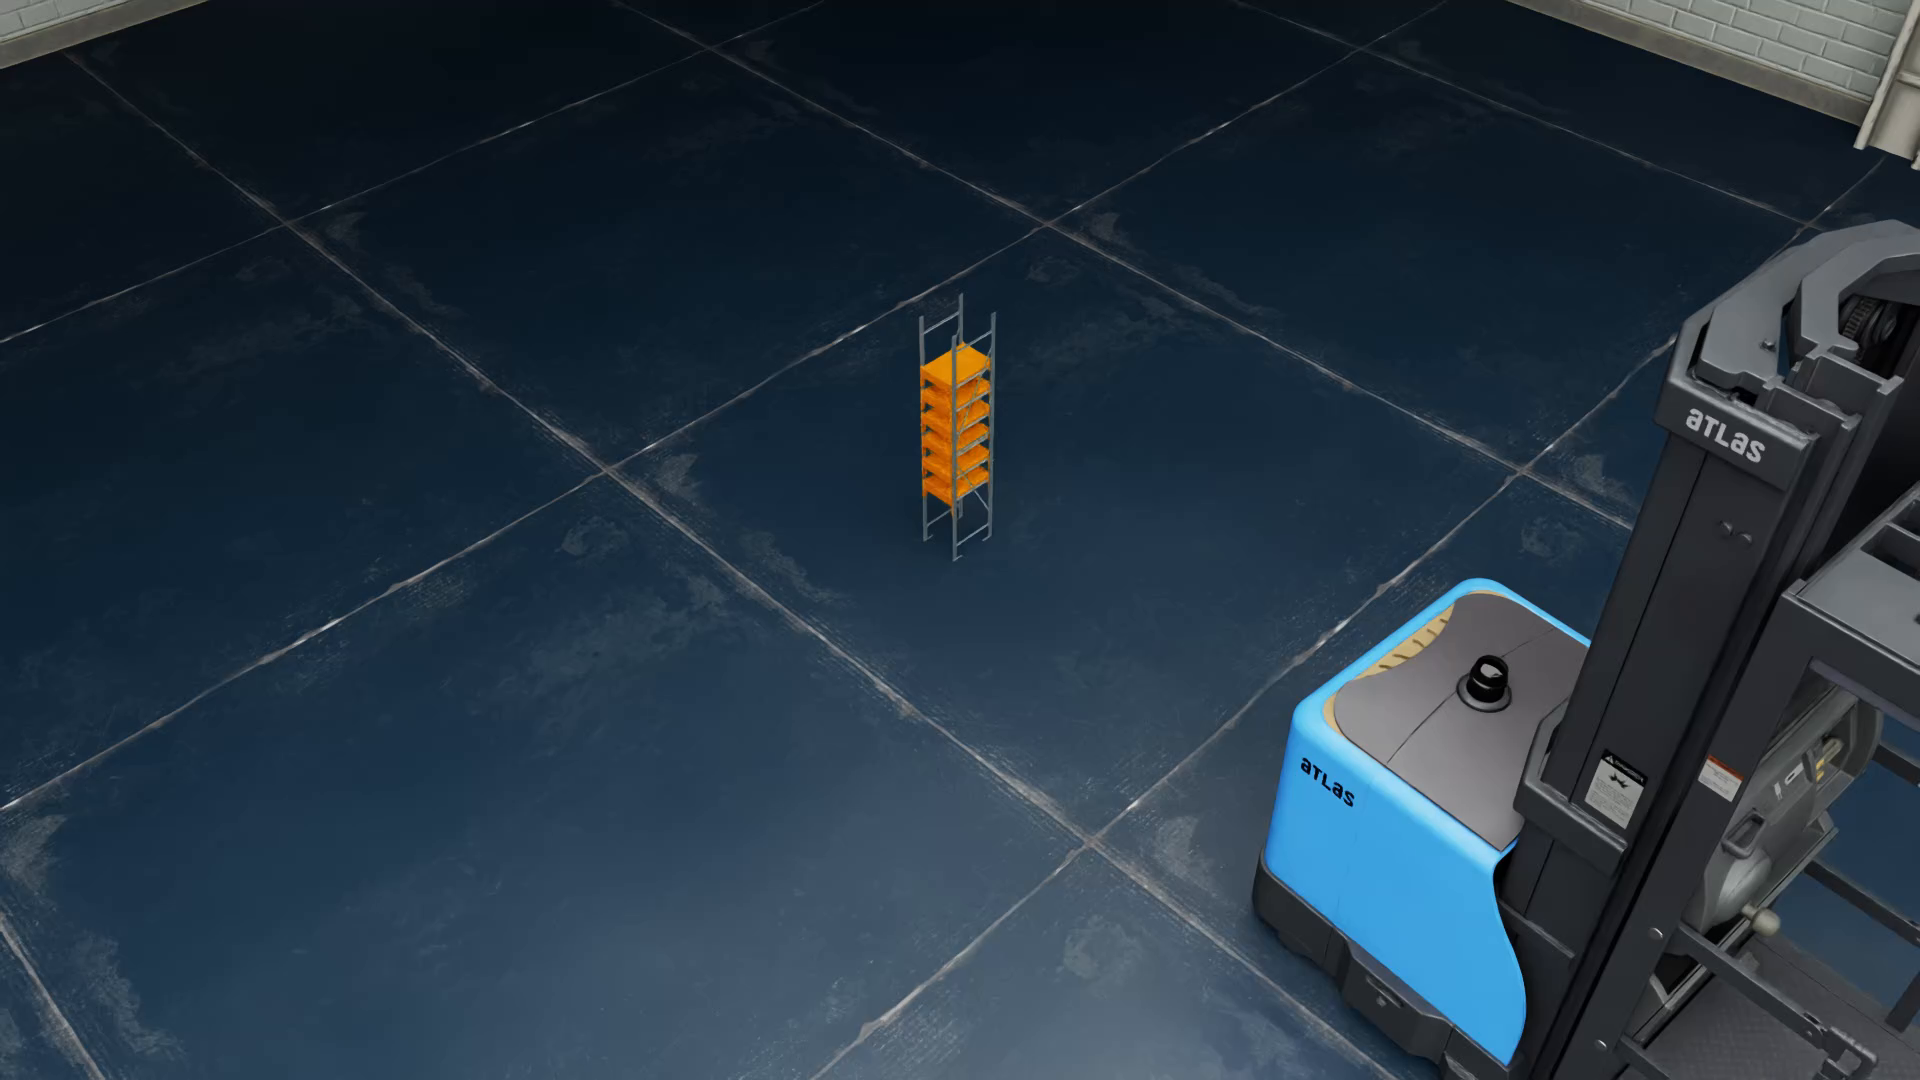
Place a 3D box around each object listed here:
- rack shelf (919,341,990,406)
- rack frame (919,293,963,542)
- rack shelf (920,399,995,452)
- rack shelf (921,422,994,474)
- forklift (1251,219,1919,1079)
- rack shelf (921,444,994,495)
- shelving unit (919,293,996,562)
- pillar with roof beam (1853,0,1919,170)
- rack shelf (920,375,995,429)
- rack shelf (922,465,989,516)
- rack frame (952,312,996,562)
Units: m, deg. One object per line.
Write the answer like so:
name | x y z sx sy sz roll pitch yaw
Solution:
rack shelf | -0.010 -0.679 6.754 0.258 0.103 0.180 -34 53 -31
rack frame | -0.075 -0.492 7.015 0.240 1.200 0.006 -34 53 -31
rack shelf | -0.010 -0.503 6.916 0.258 0.103 0.180 -34 53 -31
rack shelf | -0.010 -0.415 6.998 0.258 0.103 0.180 -34 53 -31
forklift | 2.375 0.787 4.356 1.130 2.935 3.031 -30 51 -29
rack shelf | -0.010 -0.327 7.079 0.258 0.103 0.180 -34 53 -31
shelving unit | -0.010 -0.448 6.968 0.258 1.200 0.189 -34 53 -31
pillar with roof beam | 2.516 -3.563 4.593 9.100 9.000 0.400 -34 53 -31
rack shelf | -0.010 -0.591 6.835 0.258 0.103 0.180 -34 53 -31
rack shelf | -0.010 -0.239 7.161 0.258 0.103 0.180 -34 53 -31
rack frame | 0.054 -0.404 6.920 0.240 1.200 0.006 -34 53 -31
